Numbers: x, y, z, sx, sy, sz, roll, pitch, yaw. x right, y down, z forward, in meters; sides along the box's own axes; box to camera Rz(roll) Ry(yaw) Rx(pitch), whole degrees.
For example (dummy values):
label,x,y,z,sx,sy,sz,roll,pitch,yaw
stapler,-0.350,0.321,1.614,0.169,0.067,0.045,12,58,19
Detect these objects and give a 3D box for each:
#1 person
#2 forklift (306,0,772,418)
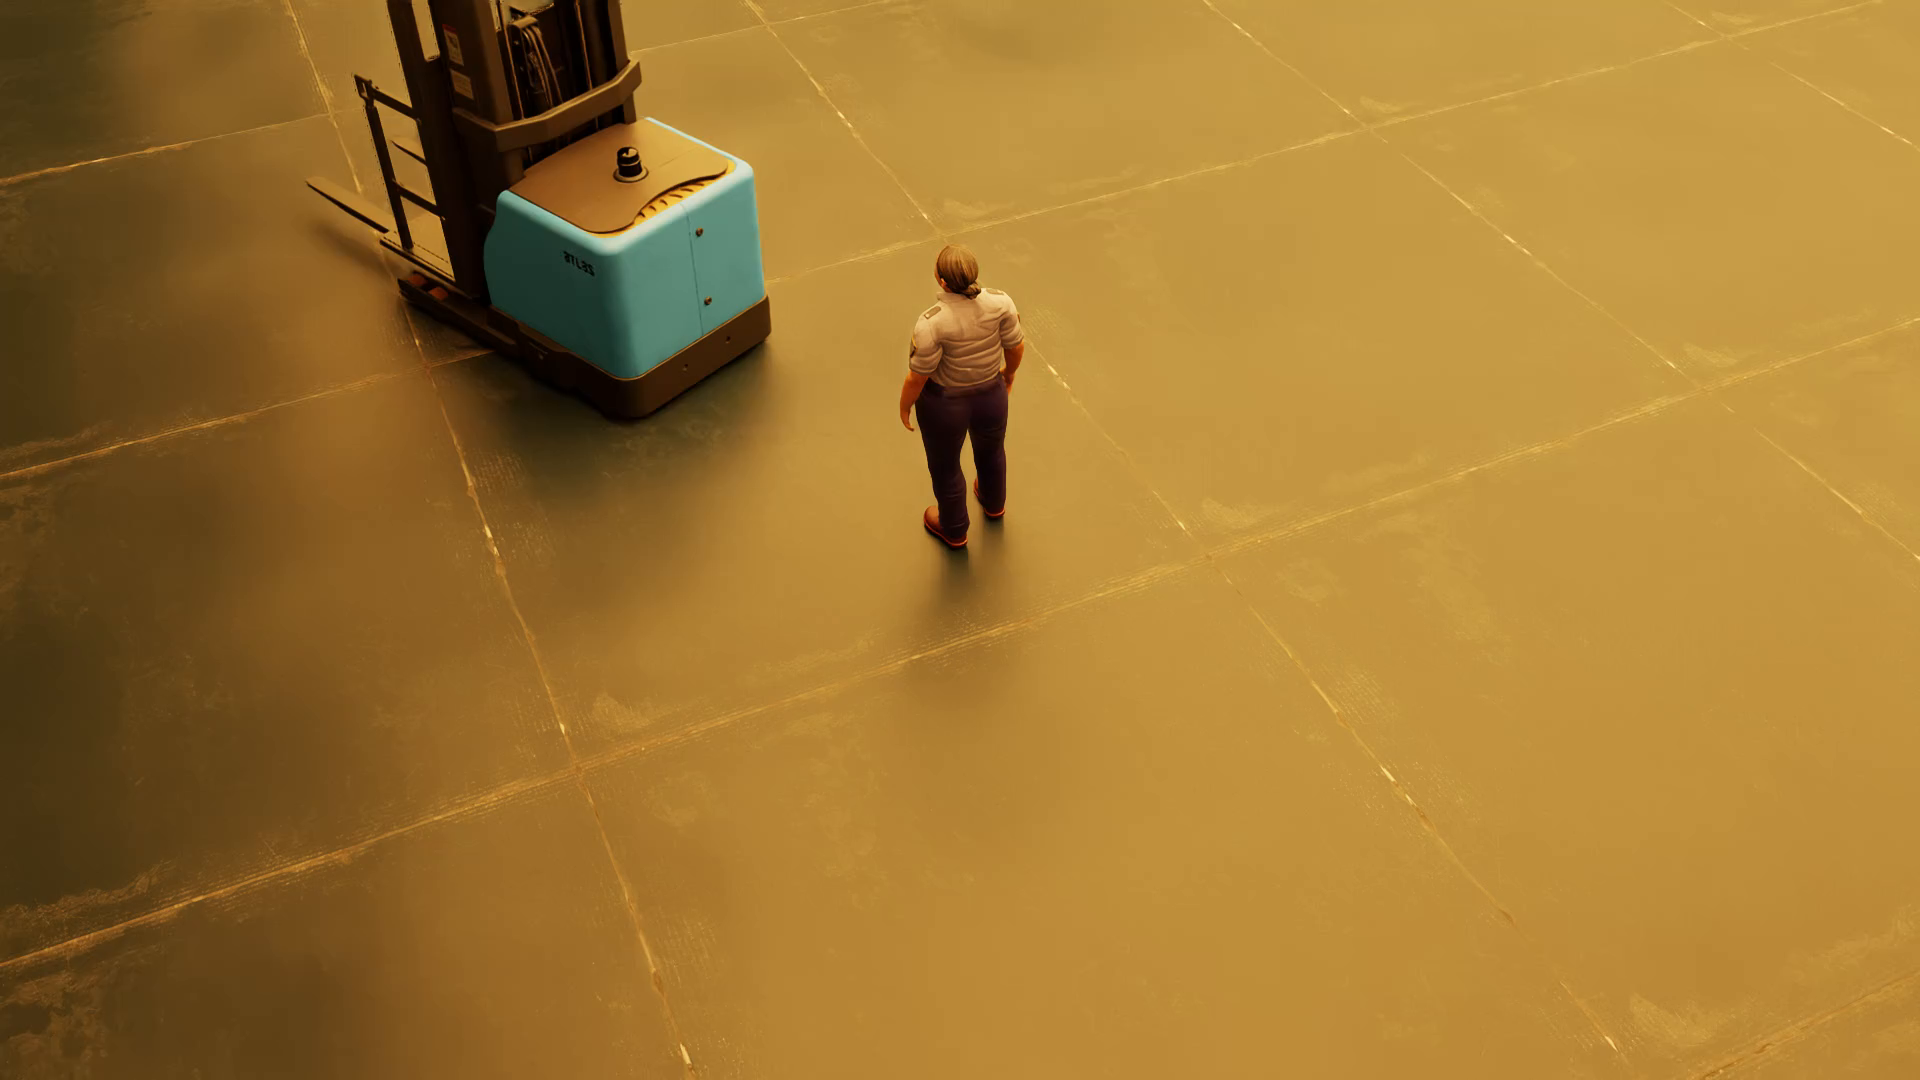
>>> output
label,x,y,z,sx,sy,sz,roll,pitch,yaw
person,-0.017,-0.670,7.328,0.598,1.651,0.502,-18,46,-18
forklift,-2.468,-2.539,8.401,3.031,2.935,1.130,29,50,28
